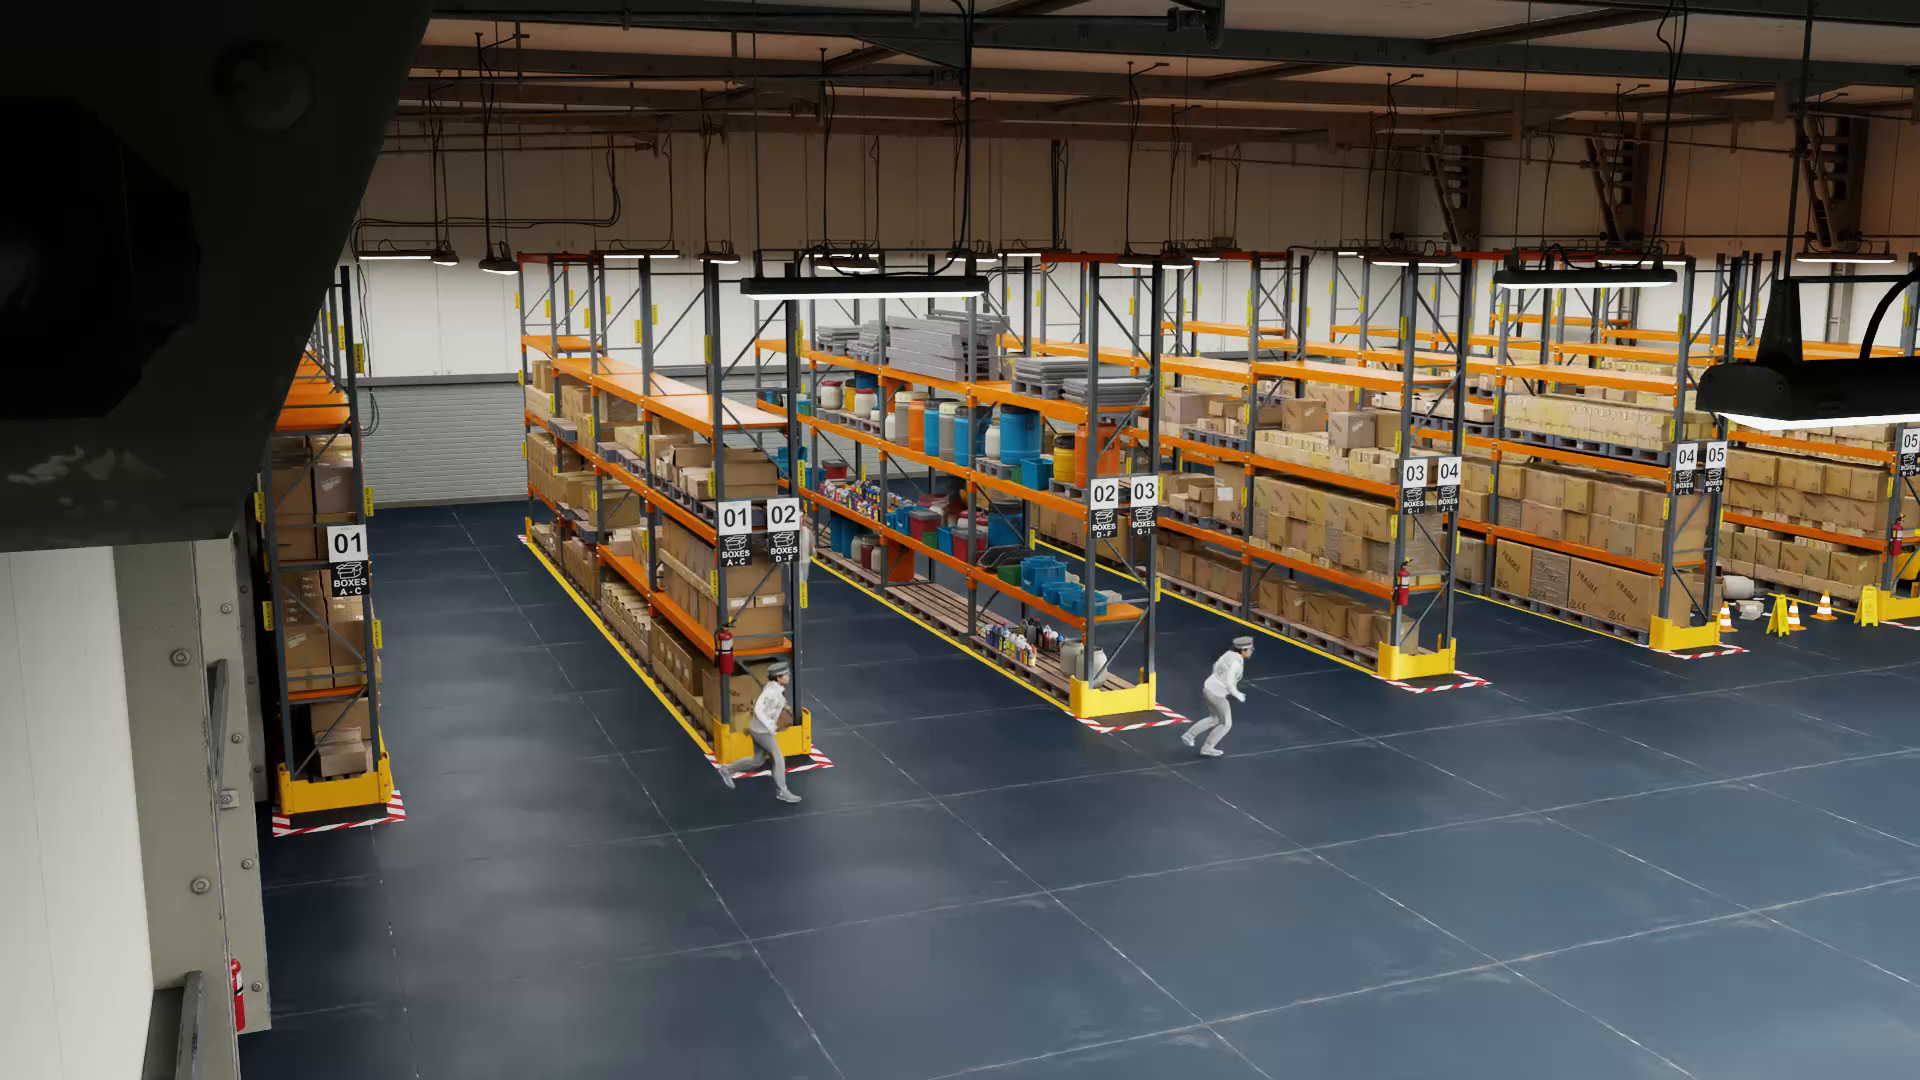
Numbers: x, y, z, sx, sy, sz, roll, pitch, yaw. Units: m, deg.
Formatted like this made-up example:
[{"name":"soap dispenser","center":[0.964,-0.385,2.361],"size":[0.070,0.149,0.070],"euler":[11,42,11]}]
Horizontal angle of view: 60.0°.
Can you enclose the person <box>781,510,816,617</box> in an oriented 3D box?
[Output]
[{"name":"person","center":[-2.538,0.431,26.188],"size":[0.647,1.835,0.687],"euler":[-8,13,-38]}]

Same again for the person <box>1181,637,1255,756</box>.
[{"name":"person","center":[3.154,1.916,20.387],"size":[0.805,1.505,0.578],"euler":[-1,10,-3]}]

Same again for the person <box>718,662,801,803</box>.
[{"name":"person","center":[-2.283,2.170,18.719],"size":[0.951,1.636,0.603],"euler":[1,10,7]}]
